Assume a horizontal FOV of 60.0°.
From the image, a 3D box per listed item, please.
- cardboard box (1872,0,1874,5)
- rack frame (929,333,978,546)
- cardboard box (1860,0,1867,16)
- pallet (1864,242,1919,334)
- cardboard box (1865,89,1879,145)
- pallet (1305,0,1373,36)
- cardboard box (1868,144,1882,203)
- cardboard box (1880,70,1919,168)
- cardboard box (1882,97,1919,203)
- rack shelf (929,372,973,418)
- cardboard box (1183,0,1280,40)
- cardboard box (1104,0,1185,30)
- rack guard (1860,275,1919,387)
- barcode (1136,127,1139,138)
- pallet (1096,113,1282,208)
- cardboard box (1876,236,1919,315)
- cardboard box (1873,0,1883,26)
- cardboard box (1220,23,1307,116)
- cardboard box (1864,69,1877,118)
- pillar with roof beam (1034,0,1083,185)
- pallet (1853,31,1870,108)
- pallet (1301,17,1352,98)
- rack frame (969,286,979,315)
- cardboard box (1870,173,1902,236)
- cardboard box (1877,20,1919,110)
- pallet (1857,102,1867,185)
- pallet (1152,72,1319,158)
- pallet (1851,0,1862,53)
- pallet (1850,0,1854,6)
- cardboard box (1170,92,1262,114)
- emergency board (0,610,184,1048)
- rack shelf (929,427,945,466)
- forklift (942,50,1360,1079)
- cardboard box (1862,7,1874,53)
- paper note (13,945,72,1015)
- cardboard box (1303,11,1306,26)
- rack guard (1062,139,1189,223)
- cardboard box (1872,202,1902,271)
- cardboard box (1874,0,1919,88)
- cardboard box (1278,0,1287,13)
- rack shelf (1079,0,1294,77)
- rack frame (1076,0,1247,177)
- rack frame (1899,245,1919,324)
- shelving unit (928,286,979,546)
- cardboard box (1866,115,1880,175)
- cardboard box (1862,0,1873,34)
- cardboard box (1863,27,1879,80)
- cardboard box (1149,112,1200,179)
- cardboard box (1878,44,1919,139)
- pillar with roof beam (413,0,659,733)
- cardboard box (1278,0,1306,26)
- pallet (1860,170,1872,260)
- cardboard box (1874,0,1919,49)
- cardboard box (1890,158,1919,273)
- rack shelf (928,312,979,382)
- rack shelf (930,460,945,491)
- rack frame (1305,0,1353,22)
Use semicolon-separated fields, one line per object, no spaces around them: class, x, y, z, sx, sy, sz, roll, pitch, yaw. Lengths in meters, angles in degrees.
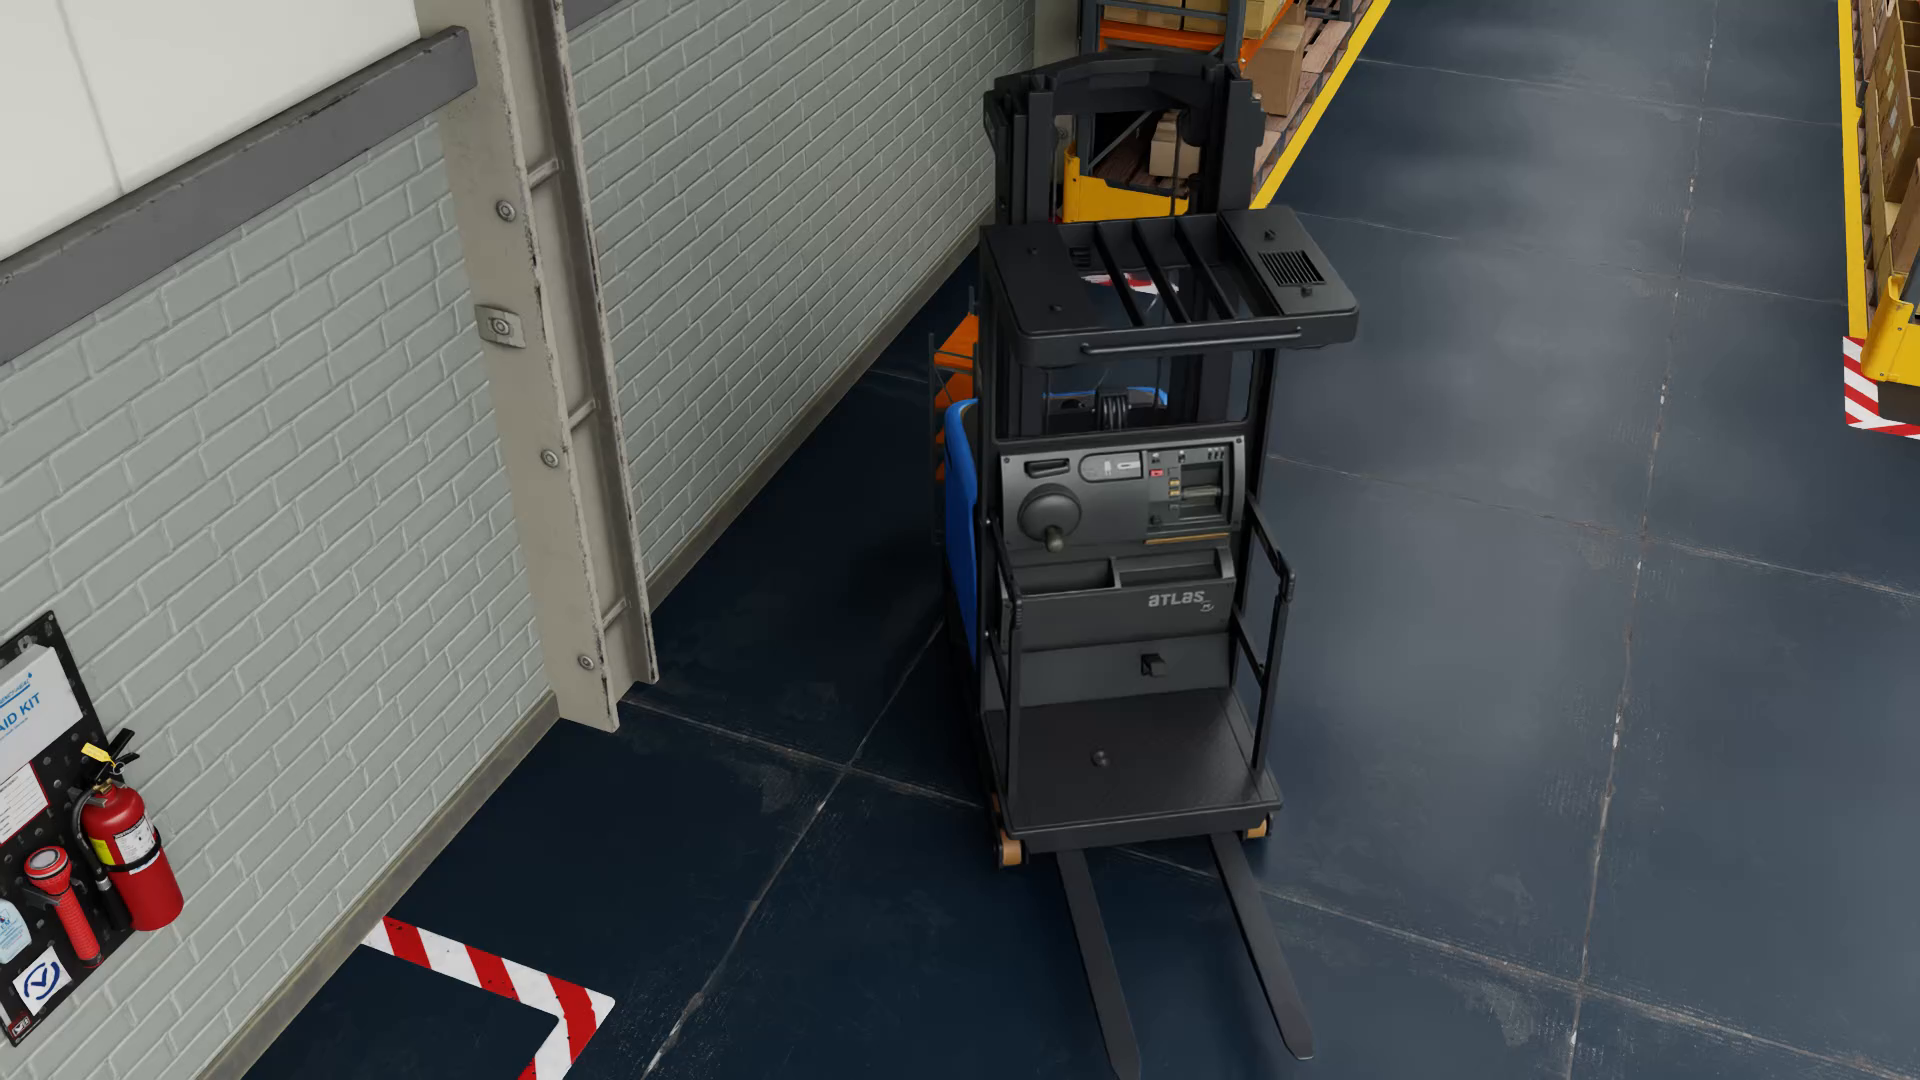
cardboard box;7.620;-4.479;13.316;0.500;0.311;0.500;14;39;18
rack frame;-0.030;-0.437;7.934;0.240;1.200;0.015;14;39;18
cardboard box;7.820;-4.540;13.866;0.500;0.250;0.500;15;39;19
pallet;6.077;-1.434;10.094;1.003;0.211;1.213;14;39;18
cardboard box;6.695;-2.936;11.721;0.500;0.250;0.500;14;39;18
pallet;3.060;-4.774;14.562;1.003;0.211;1.213;14;39;18
cardboard box;6.316;-2.383;10.980;0.500;0.250;0.500;14;39;18
cardboard box;6.312;-2.684;10.756;0.500;0.500;0.500;14;39;18
cardboard box;6.121;-2.407;10.386;0.500;0.500;0.500;14;39;18
rack shelf;0.063;-0.698;8.021;0.258;0.148;0.480;14;39;18
cardboard box;1.722;-3.390;10.491;0.500;0.250;0.500;13;39;16
cardboard box;1.241;-3.496;10.631;0.500;0.250;0.500;14;39;18
rack guard;5.816;-1.104;9.411;1.175;0.500;0.348;14;39;18
barcode;1.226;-2.811;11.478;0.001;0.075;0.075;14;39;18
pallet;1.613;-2.612;11.669;1.003;0.211;1.213;14;39;18
cardboard box;5.756;-1.549;9.865;0.500;0.250;0.500;14;39;18
cardboard box;7.428;-4.203;12.947;0.500;0.311;0.500;15;39;19
cardboard box;2.131;-3.493;12.239;0.700;0.500;0.500;11;38;15
cardboard box;6.890;-3.212;12.089;0.500;0.250;0.500;14;39;18
pillar with roof beam;4.690;-5.251;7.861;9.100;9.000;0.400;14;39;18
pallet;7.591;-3.633;13.035;1.003;0.211;1.213;14;39;18
pallet;2.542;-3.962;13.476;1.003;0.211;1.213;14;39;18
rack frame;0.156;-0.707;8.296;0.240;1.200;0.015;14;39;18
cardboard box;6.124;-2.106;10.610;0.500;0.250;0.500;14;39;18
cardboard box;6.698;-3.236;11.495;0.500;0.500;0.500;14;39;18
pallet;7.006;-2.785;11.901;1.003;0.211;1.213;14;39;18
pallet;2.079;-3.285;12.570;1.003;0.211;1.213;14;39;18
pallet;8.054;-4.311;13.942;1.003;0.211;1.213;14;39;18
pallet;8.520;-4.984;14.843;1.003;0.211;1.213;14;39;18
cardboard box;1.806;-3.022;11.768;0.500;0.311;0.500;17;40;21
emergency board;-2.549;0.852;4.706;0.194;1.169;0.643;14;39;18
rack shelf;0.063;-0.518;8.155;0.258;0.148;0.480;14;39;18
forklift;0.646;-0.108;6.048;1.130;2.935;3.031;-5;37;-7
cardboard box;7.431;-3.975;13.110;0.500;0.250;0.500;13;39;17
paper note;-2.681;1.287;4.859;0.016;0.148;0.142;14;39;18
cardboard box;2.589;-4.198;13.461;0.380;0.166;0.250;9;38;12
rack guard;1.272;-2.285;10.992;1.175;0.500;0.348;14;39;18
cardboard box;5.935;-1.829;10.239;0.500;0.250;0.500;14;39;18
cardboard box;6.881;-3.515;11.868;0.500;0.500;0.500;14;39;18
cardboard box;1.906;-3.681;10.880;0.500;0.250;0.500;13;39;16
rack shelf;2.004;-4.064;11.884;1.077;0.370;4.000;14;39;18
rack frame;1.243;-3.245;10.187;1.000;3.000;0.127;14;39;18
rack frame;5.825;-2.118;8.680;1.000;3.000;0.127;14;39;18
shelving unit;0.063;-0.572;8.115;0.258;1.200;0.503;14;39;18
cardboard box;6.500;-2.661;11.352;0.500;0.250;0.500;14;39;18
cardboard box;7.625;-4.258;13.489;0.500;0.250;0.500;15;39;19
cardboard box;7.237;-3.695;12.736;0.500;0.250;0.500;13;39;17
cardboard box;1.589;-2.706;11.345;0.500;0.311;0.500;10;38;13
cardboard box;6.501;-2.961;11.127;0.500;0.500;0.500;14;39;18
pillar with roof beam;2.407;-1.930;3.417;9.100;9.000;0.400;14;39;18
cardboard box;2.407;-4.050;12.986;0.500;0.500;0.500;11;38;14
pallet;6.543;-2.107;10.995;1.003;0.211;1.213;14;39;18
cardboard box;7.236;-3.914;12.560;0.500;0.311;0.500;14;39;18
cardboard box;5.754;-1.850;9.641;0.500;0.500;0.500;14;39;18
rack shelf;0.063;-0.887;7.880;0.258;0.148;0.480;14;39;18
rack shelf;0.063;-0.359;8.274;0.258;0.148;0.480;14;39;18
rack frame;2.765;-5.459;13.150;1.000;3.000;0.127;14;39;18
